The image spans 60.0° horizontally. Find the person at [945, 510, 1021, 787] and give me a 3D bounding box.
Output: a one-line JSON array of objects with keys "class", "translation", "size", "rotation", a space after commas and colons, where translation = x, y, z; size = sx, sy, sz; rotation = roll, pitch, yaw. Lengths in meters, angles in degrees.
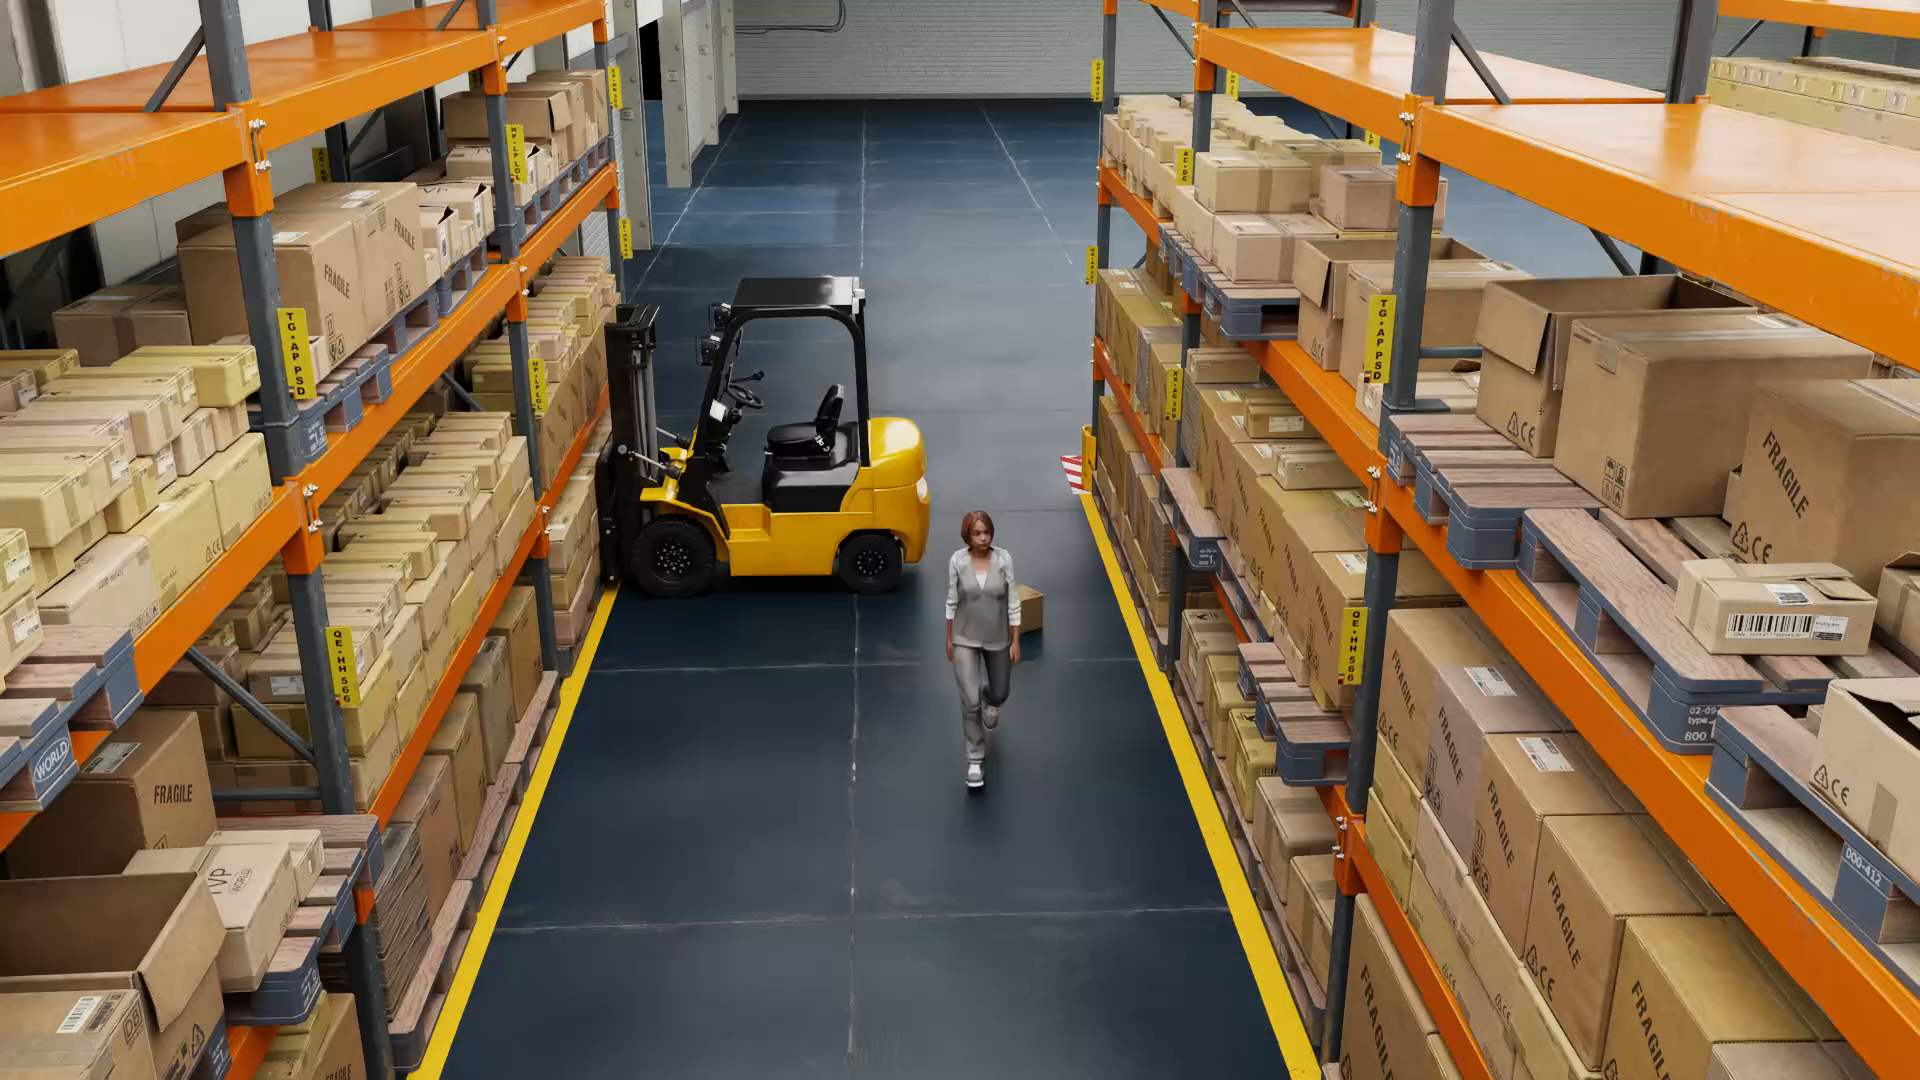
[{"class": "person", "translation": [0.133, 0.559, 9.590], "size": [0.430, 1.552, 0.822], "rotation": [-2, 21, -5]}]
